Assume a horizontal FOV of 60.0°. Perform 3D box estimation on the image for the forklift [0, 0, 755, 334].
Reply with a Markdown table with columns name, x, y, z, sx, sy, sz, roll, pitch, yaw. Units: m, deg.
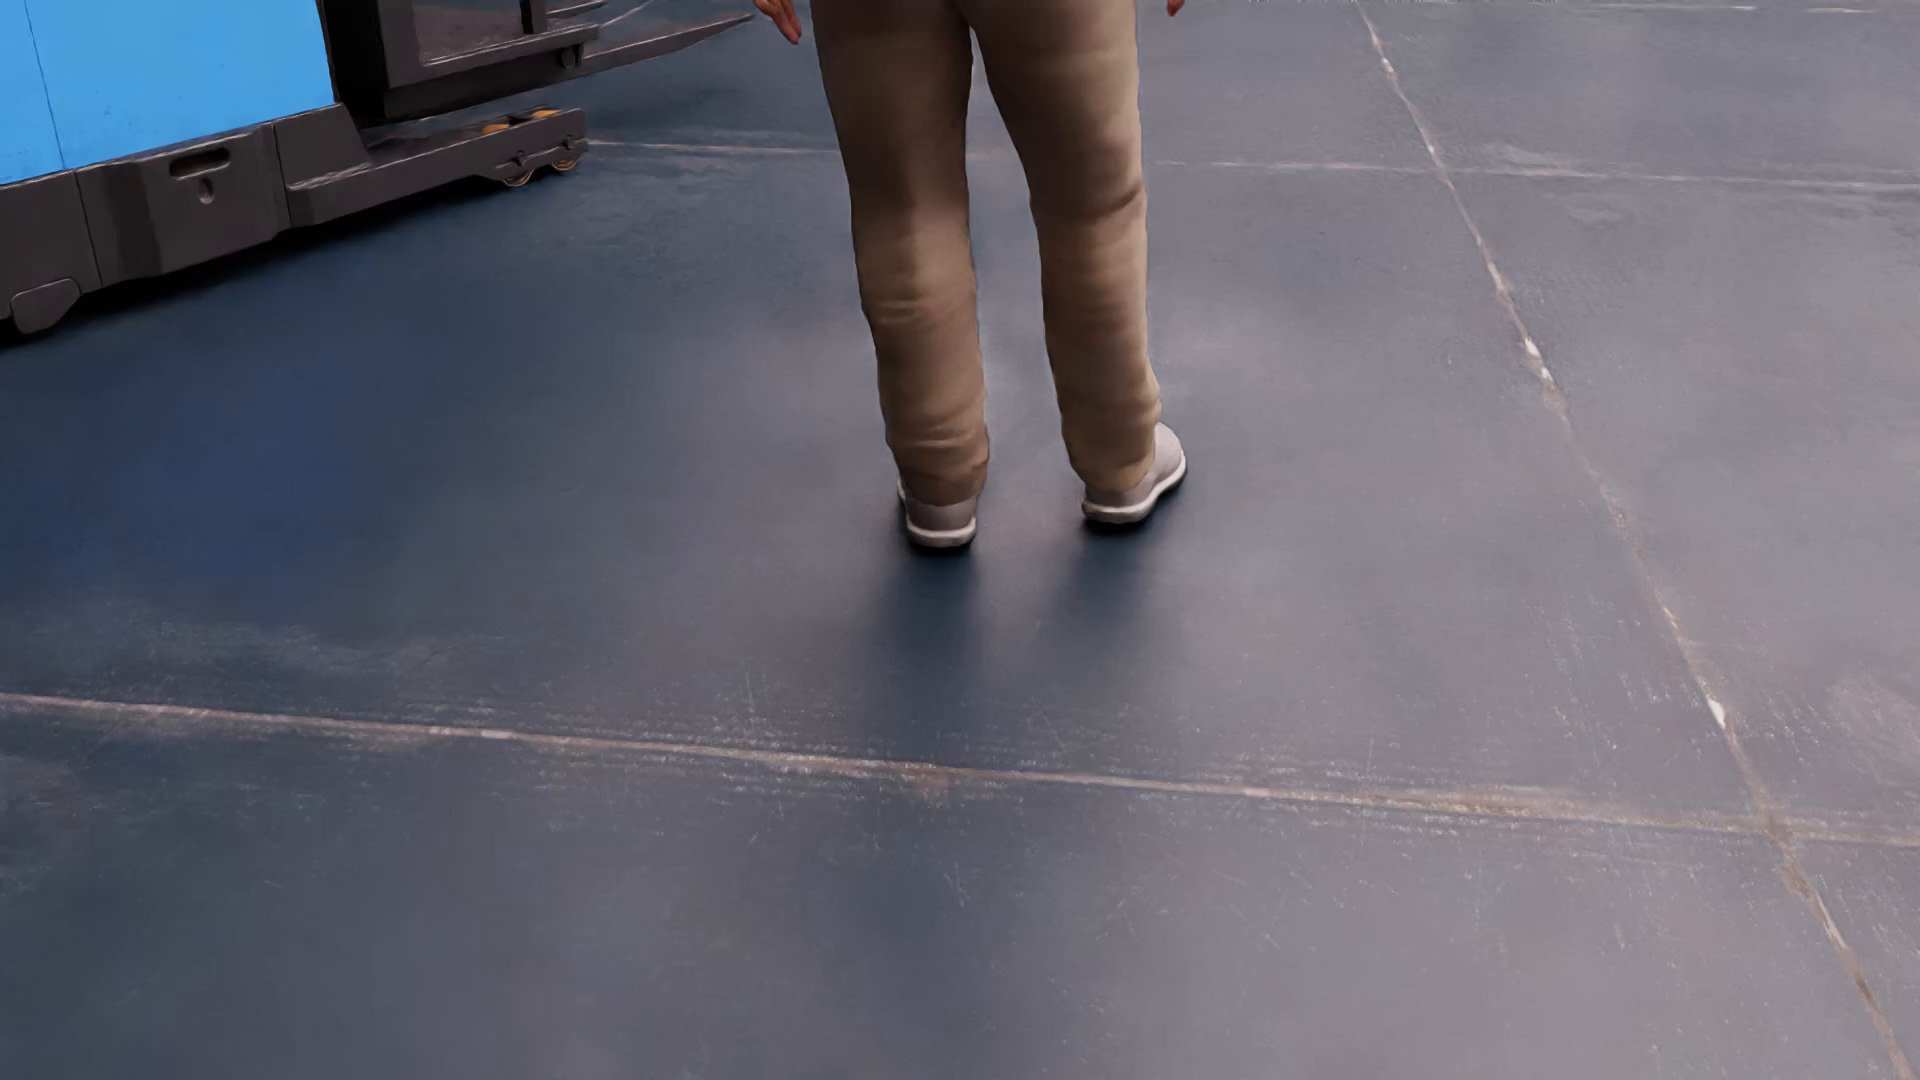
| name | x | y | z | sx | sy | sz | roll | pitch | yaw |
| --- | --- | --- | --- | --- | --- | --- | --- | --- | --- |
| forklift | -1.670 | -2.312 | 3.852 | 1.130 | 2.935 | 3.031 | 13 | 29 | 24 |

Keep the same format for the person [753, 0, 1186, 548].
| name | x | y | z | sx | sy | sz | roll | pitch | yaw |
| --- | --- | --- | --- | --- | --- | --- | --- | --- | --- |
| person | 0.024 | -0.819 | 2.189 | 0.640 | 1.726 | 0.550 | 3 | 27 | 7 |
